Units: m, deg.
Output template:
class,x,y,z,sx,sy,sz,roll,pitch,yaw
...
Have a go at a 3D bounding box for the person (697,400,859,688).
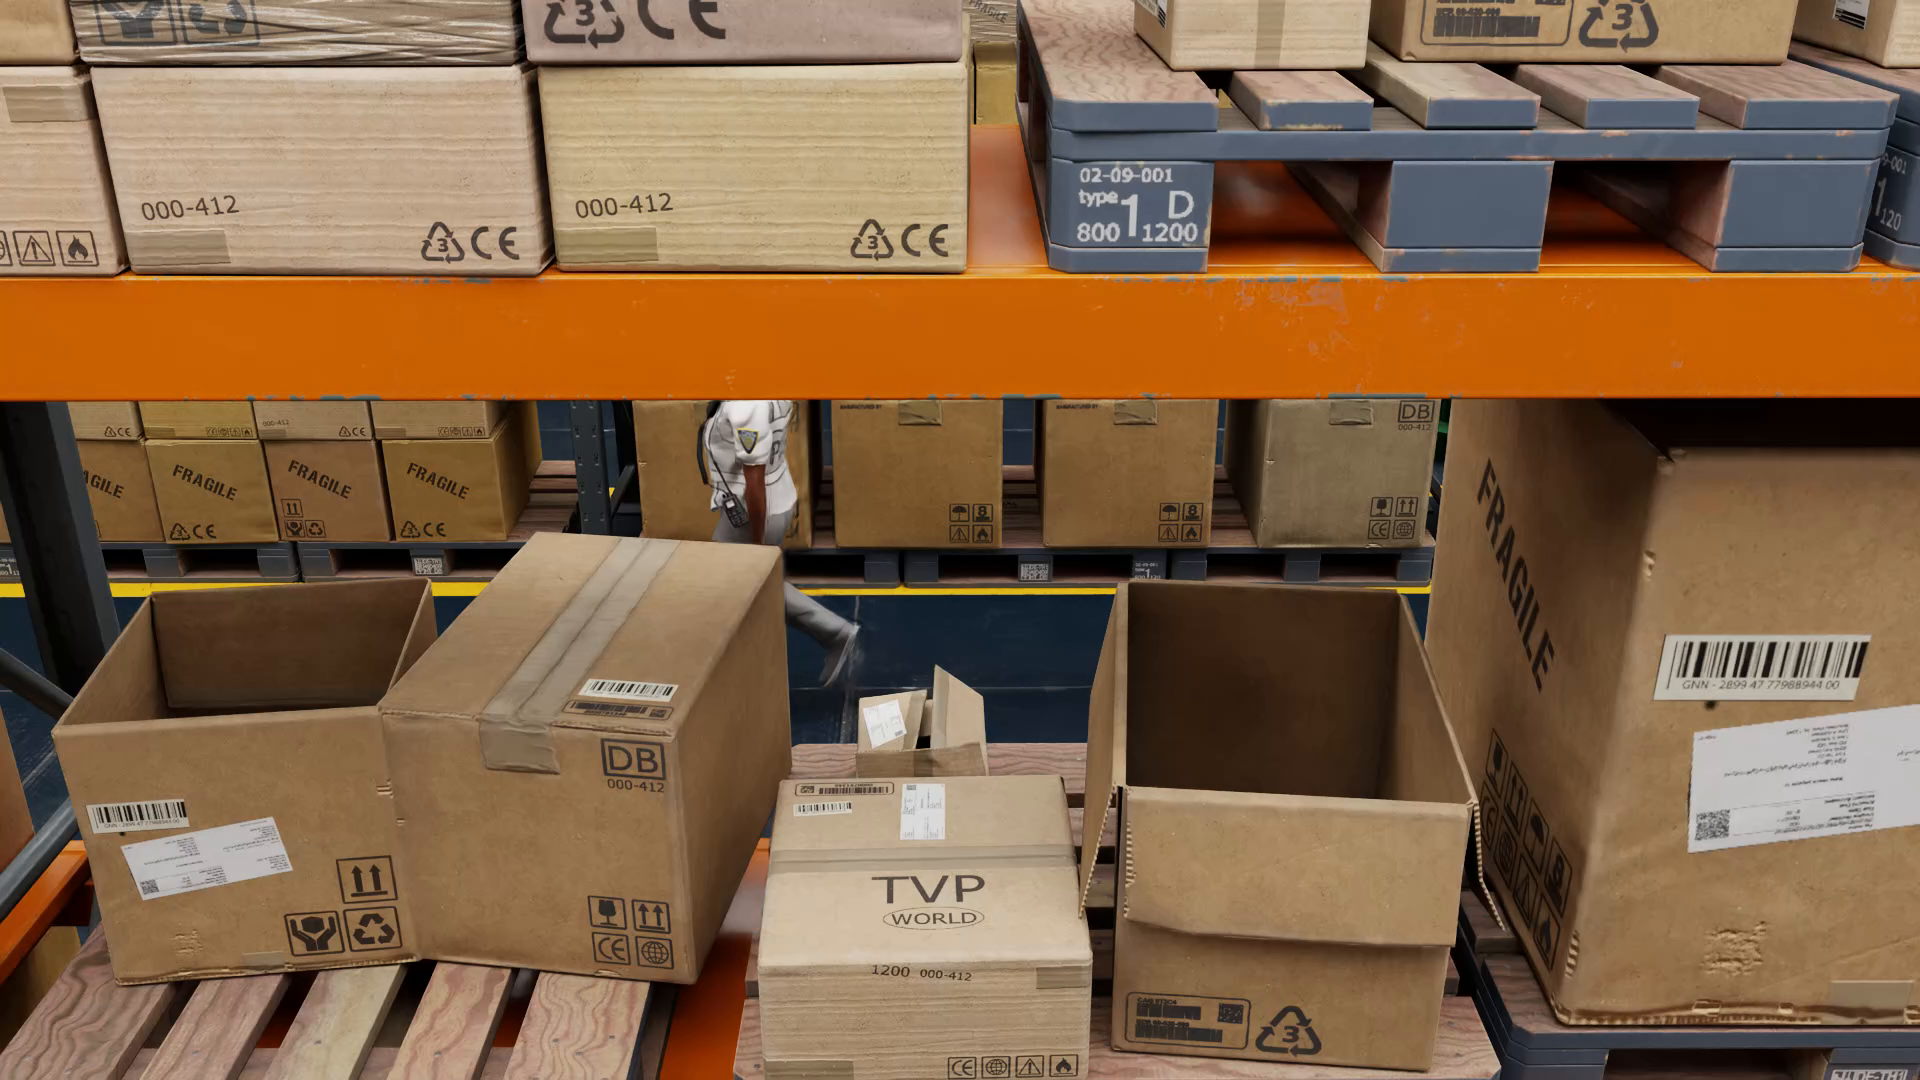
class,x,y,z,sx,sy,sz,roll,pitch,yaw
person,-0.734,-0.105,6.265,0.663,1.671,0.465,3,24,6
